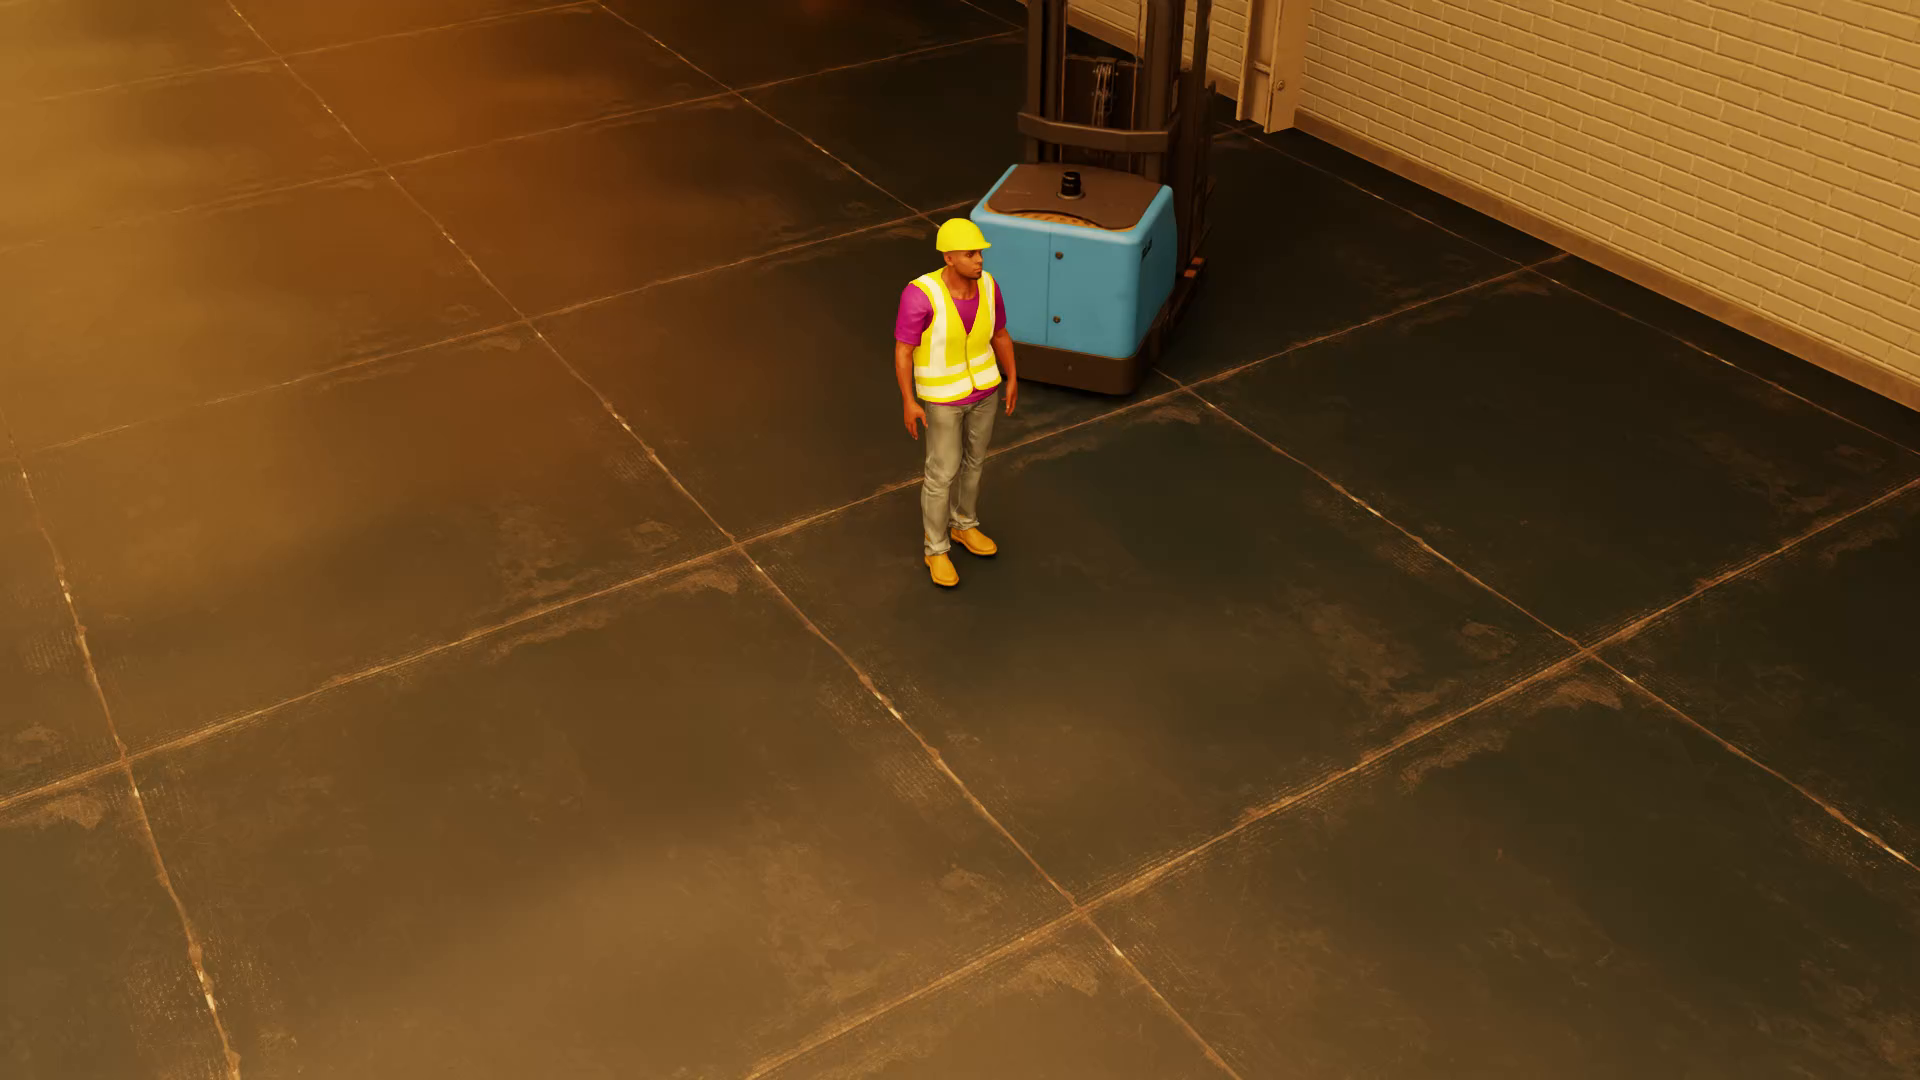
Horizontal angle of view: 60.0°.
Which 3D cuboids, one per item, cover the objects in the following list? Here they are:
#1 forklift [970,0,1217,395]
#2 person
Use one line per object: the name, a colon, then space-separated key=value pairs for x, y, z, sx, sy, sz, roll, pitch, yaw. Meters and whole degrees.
forklift: x=1.023 y=-2.895 z=10.268 sx=1.130 sy=2.935 sz=3.031 roll=12 pitch=37 yaw=16
person: x=0.033 y=-0.693 z=8.135 sx=0.666 sy=1.765 sz=0.577 roll=-21 pitch=40 yaw=-27
